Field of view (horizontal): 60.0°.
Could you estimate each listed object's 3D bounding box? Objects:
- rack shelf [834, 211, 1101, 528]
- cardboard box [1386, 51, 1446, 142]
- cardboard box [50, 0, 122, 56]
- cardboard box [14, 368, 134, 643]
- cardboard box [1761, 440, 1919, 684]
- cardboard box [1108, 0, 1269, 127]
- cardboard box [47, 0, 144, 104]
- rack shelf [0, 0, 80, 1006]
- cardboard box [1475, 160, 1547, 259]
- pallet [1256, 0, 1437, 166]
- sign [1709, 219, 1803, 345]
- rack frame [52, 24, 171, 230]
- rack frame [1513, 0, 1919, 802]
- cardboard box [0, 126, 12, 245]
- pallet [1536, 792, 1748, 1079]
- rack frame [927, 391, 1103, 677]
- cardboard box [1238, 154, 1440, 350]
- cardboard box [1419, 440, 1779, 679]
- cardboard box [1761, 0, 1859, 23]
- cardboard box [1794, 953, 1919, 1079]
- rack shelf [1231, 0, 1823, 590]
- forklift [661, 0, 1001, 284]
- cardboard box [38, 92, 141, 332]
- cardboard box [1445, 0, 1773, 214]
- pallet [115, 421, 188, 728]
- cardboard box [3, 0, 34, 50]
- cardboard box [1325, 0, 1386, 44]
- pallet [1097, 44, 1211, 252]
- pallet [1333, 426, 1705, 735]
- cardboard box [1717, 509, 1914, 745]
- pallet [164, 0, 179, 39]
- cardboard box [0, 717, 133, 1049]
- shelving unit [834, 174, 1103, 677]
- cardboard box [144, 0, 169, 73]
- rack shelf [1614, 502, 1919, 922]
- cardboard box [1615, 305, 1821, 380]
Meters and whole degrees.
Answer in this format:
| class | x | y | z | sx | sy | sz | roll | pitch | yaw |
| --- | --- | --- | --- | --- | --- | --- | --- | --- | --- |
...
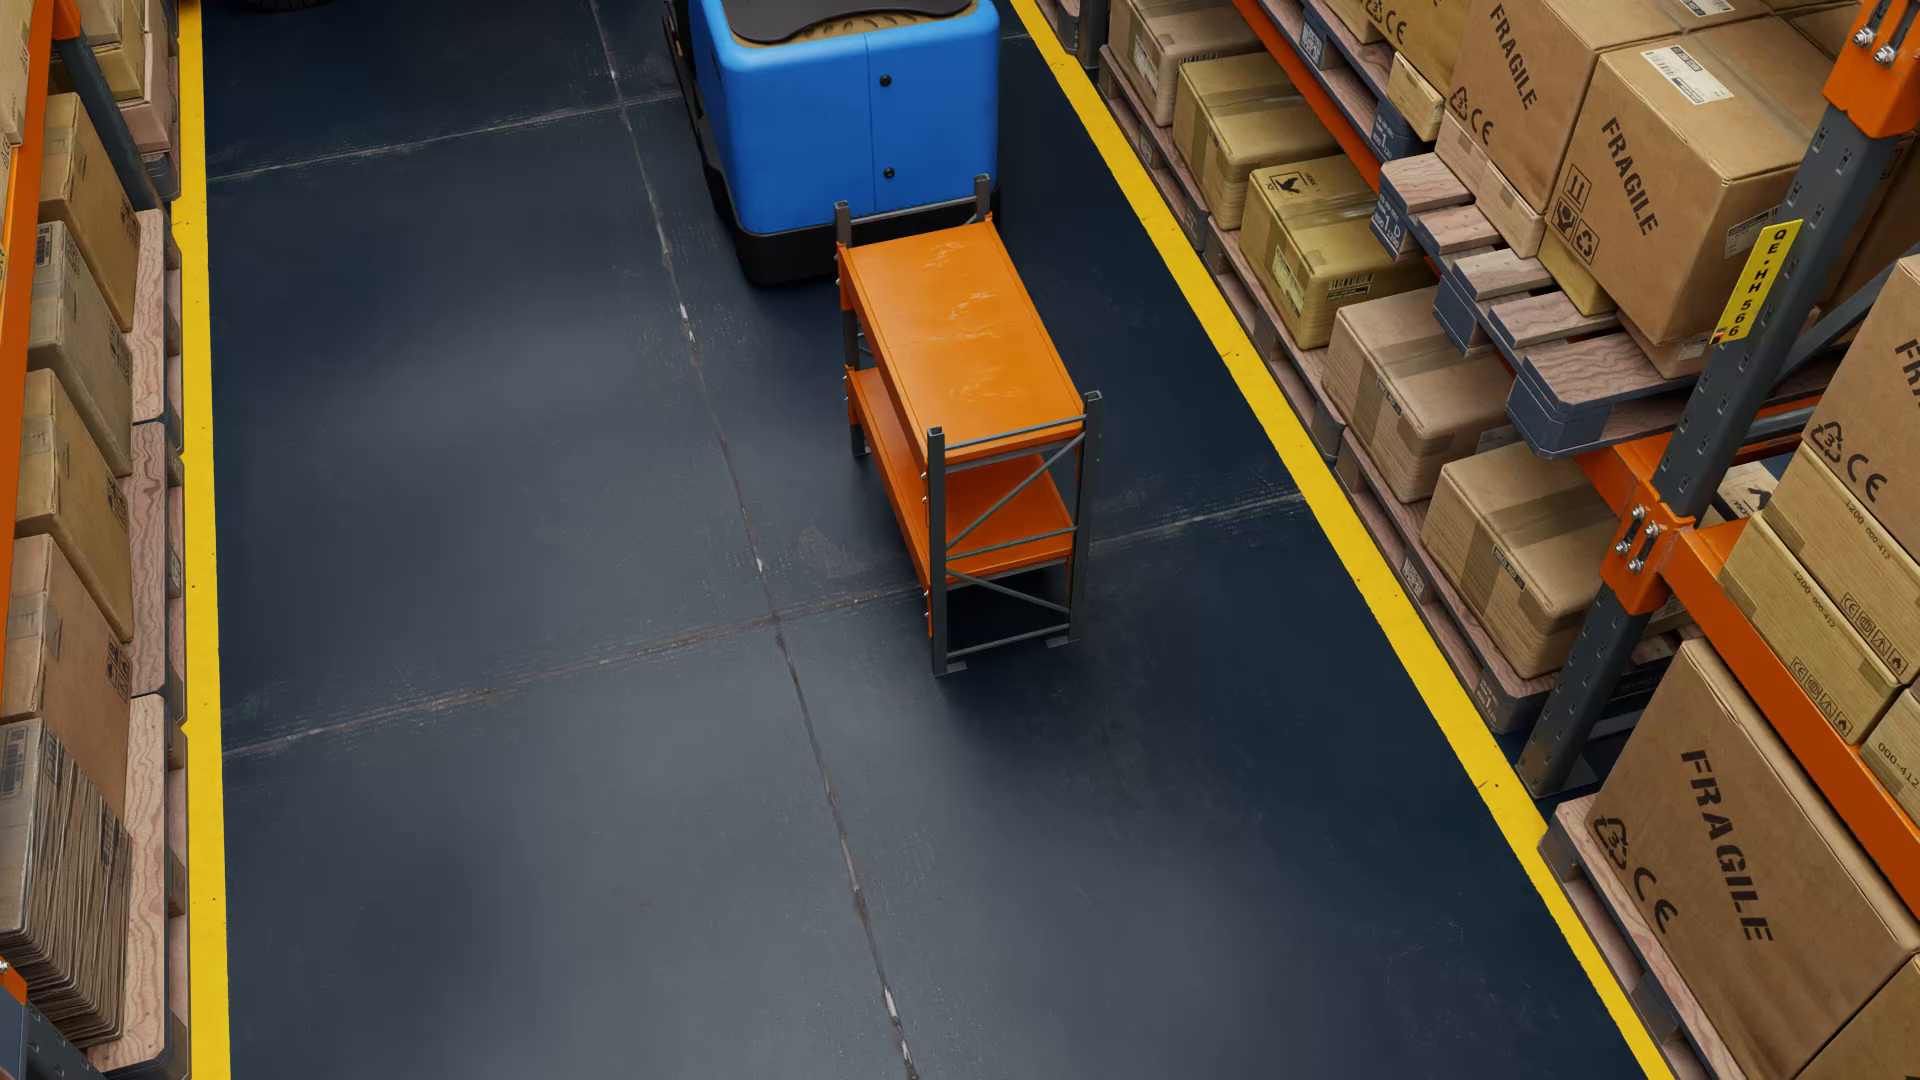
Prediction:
| class | x | y | z | sx | sy | sz | roll | pitch | yaw |
| --- | --- | --- | --- | --- | --- | --- | --- | --- | --- |
| rack shelf | 0.002 | -0.546 | 5.092 | 0.538 | 0.278 | 1.000 | -13 | 51 | -11 |
| cardboard box | 1.462 | -1.305 | 4.777 | 0.380 | 0.149 | 0.250 | -13 | 51 | -10 |
| cardboard box | -3.556 | -2.119 | 6.444 | 0.500 | 0.250 | 0.500 | -14 | 51 | -12 |
| cardboard box | -3.101 | 0.002 | 5.065 | 0.875 | 0.625 | 0.625 | -15 | 52 | -12 |
| cardboard box | 2.125 | -0.014 | 3.571 | 0.500 | 0.250 | 0.500 | -14 | 51 | -11 |
| cardboard box | 1.186 | -2.154 | 7.048 | 0.950 | 0.372 | 0.625 | -13 | 51 | -11 |
| cardboard box | -3.561 | -1.957 | 6.635 | 0.500 | 0.250 | 0.500 | -14 | 51 | -11 |
| rack shelf | -3.121 | -0.431 | 4.622 | 1.077 | 0.370 | 4.000 | -13 | 51 | -11 |
| cardboard box | 1.624 | -0.921 | 4.454 | 0.380 | 0.149 | 0.250 | -14 | 51 | -11 |
| pallet | 1.586 | -1.702 | 5.348 | 1.003 | 0.211 | 1.213 | -13 | 51 | -11 |
| sign | 1.695 | -0.545 | 3.542 | 0.100 | 0.325 | 0.005 | -13 | 51 | -11 |
| rack frame | -3.713 | -2.124 | 5.578 | 1.000 | 3.000 | 0.127 | -13 | 51 | -11 |
| rack frame | 2.211 | -0.327 | 4.064 | 1.000 | 3.000 | 0.127 | -13 | 51 | -11 |
| cardboard box | -3.042 | -1.031 | 4.755 | 0.500 | 0.250 | 0.500 | -13 | 51 | -11 |
| pallet | 2.372 | 1.165 | 4.630 | 1.003 | 0.211 | 1.213 | -13 | 51 | -11 |
| rack frame | 0.152 | 0.014 | 5.003 | 0.500 | 1.125 | 0.032 | -13 | 51 | -11 |
| cardboard box | 1.609 | -1.123 | 6.179 | 0.950 | 0.372 | 0.625 | -12 | 51 | -10 |
| cardboard box | 2.053 | -0.030 | 5.258 | 0.950 | 0.372 | 0.625 | -16 | 52 | -13 |
| cardboard box | 2.138 | -1.351 | 4.392 | 0.500 | 0.500 | 0.500 | -11 | 51 | -9 |
| cardboard box | 2.596 | 1.398 | 3.725 | 0.875 | 0.875 | 0.875 | -13 | 51 | -11 |
| rack shelf | 1.619 | -1.556 | 5.570 | 1.077 | 0.370 | 4.000 | -13 | 51 | -11 |
| forklift | -0.728 | -3.102 | 6.448 | 1.130 | 2.935 | 3.031 | -12 | 51 | -10 |
| cardboard box | -3.548 | -1.115 | 6.007 | 0.875 | 0.625 | 0.625 | -11 | 51 | -9 |
| cardboard box | 1.648 | -1.235 | 4.294 | 0.500 | 0.500 | 0.500 | -14 | 51 | -12 |
| pallet | -3.093 | 0.197 | 5.446 | 1.003 | 0.211 | 1.213 | -13 | 51 | -11 |
| cardboard box | -3.314 | -1.766 | 5.375 | 0.500 | 0.250 | 0.500 | -12 | 51 | -10 |
| cardboard box | 1.355 | -1.681 | 5.095 | 0.380 | 0.149 | 0.250 | -15 | 51 | -12 |
| pallet | 1.260 | -1.781 | 7.114 | 1.003 | 0.211 | 1.213 | -13 | 51 | -11 |
| pallet | 1.981 | 0.001 | 5.611 | 1.003 | 0.211 | 1.213 | -13 | 51 | -11 |
| cardboard box | 2.115 | 0.136 | 3.772 | 0.500 | 0.250 | 0.500 | -14 | 51 | -12 |
| pallet | -4.272 | -2.708 | 7.895 | 1.003 | 0.211 | 1.213 | -13 | 51 | -11 |
| cardboard box | -2.701 | 0.969 | 4.249 | 0.875 | 0.625 | 0.625 | -12 | 51 | -10 |
| shelving unit | 0.002 | -0.358 | 5.316 | 0.538 | 1.125 | 1.048 | -13 | 51 | -11 |
| cardboard box | -3.704 | -2.168 | 7.140 | 0.500 | 0.250 | 0.500 | -14 | 51 | -12 |
| rack shelf | 2.802 | 1.366 | 3.107 | 1.077 | 0.370 | 4.000 | -13 | 51 | -11 |
| cardboard box | 1.889 | -0.568 | 4.156 | 0.380 | 0.149 | 0.250 | -12 | 51 | -10 |
